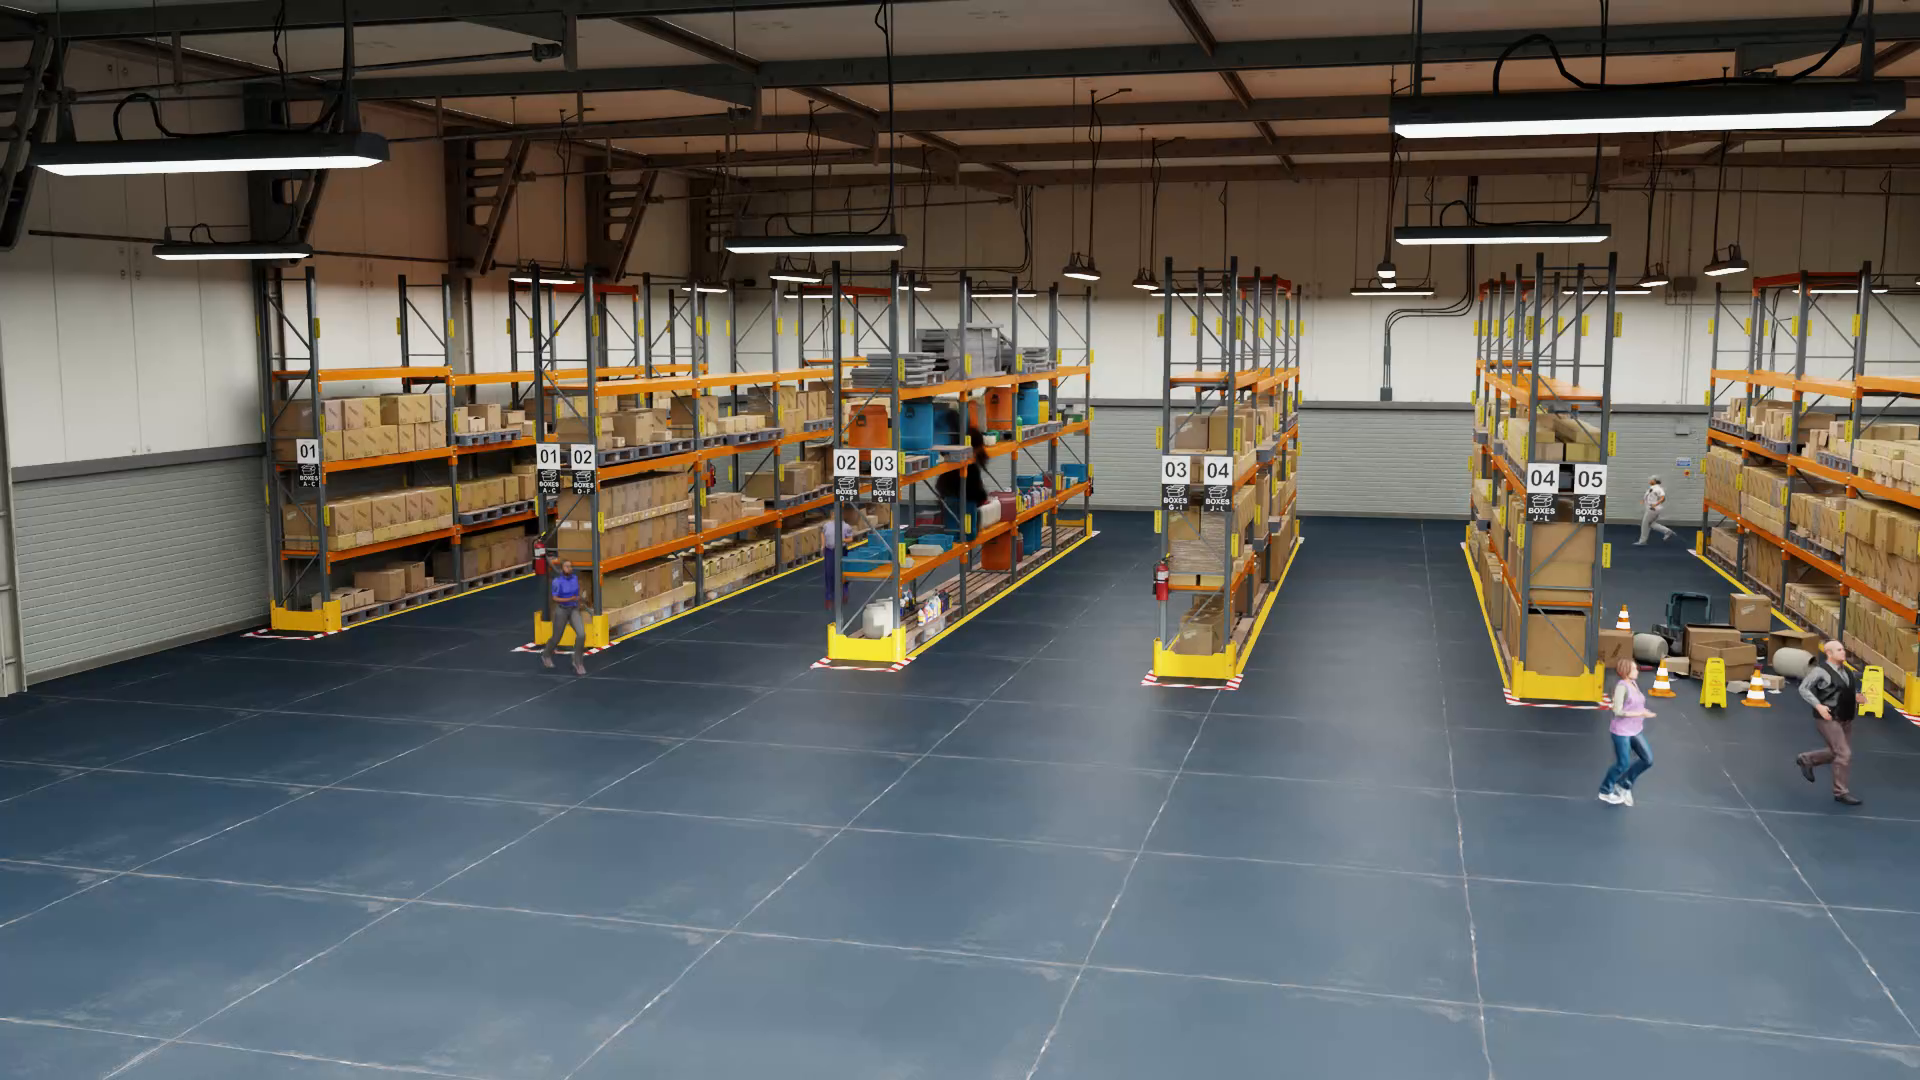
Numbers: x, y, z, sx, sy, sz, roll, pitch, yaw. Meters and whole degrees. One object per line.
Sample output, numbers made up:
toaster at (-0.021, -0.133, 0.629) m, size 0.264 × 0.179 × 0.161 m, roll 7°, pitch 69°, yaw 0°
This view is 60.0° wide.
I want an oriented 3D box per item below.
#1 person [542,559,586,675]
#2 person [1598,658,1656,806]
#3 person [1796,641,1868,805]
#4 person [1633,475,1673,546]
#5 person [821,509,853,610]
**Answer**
person at (-5.761, 1.122, 24.328) m, size 0.588 × 1.687 × 0.889 m, roll -7°, pitch 10°, yaw -44°
person at (6.995, 2.017, 17.362) m, size 0.519 × 1.576 × 0.615 m, roll -6°, pitch 9°, yaw -40°
person at (9.304, 1.918, 17.765) m, size 0.669 × 1.696 × 0.868 m, roll -4°, pitch 8°, yaw -27°
person at (16.055, -0.676, 38.422) m, size 0.854 × 1.667 × 0.612 m, roll 2°, pitch 8°, yaw 16°
person at (-2.103, 0.297, 28.311) m, size 0.594 × 1.668 × 0.832 m, roll 1°, pitch 7°, yaw 6°
